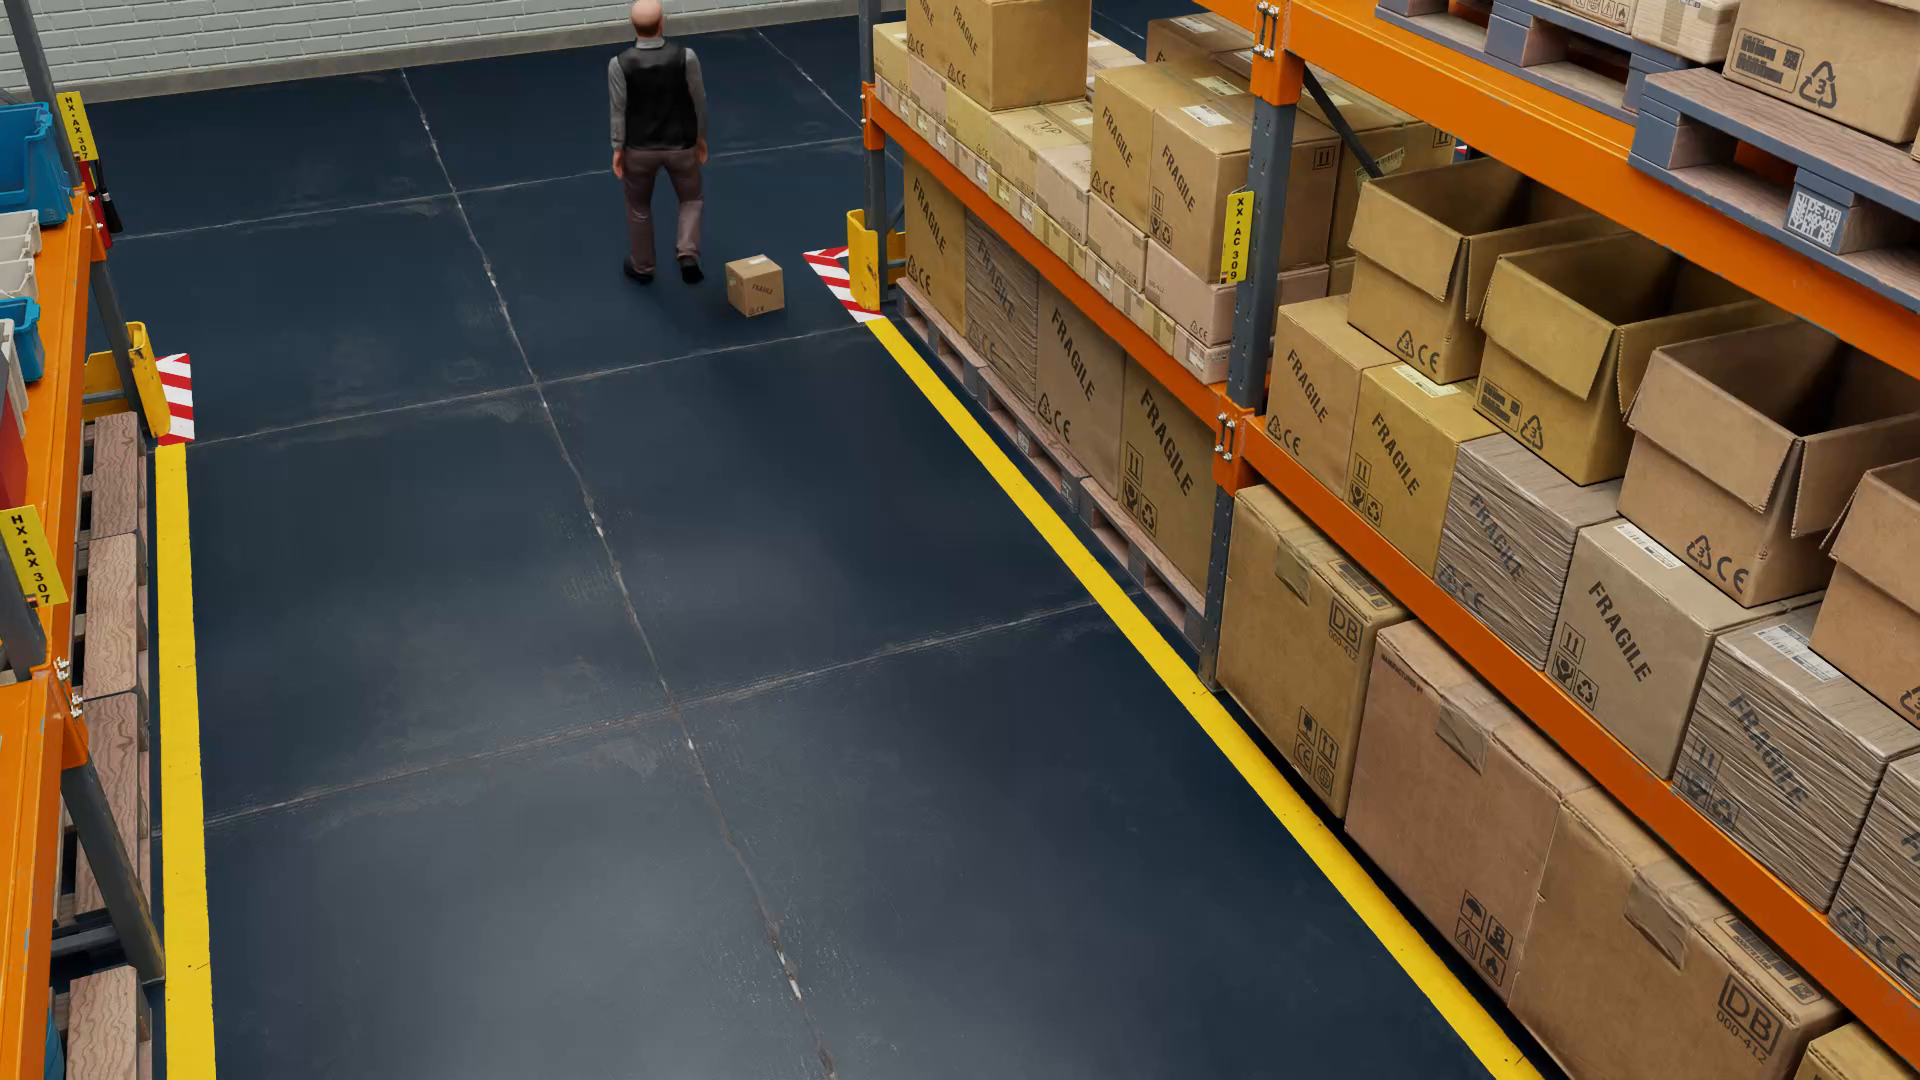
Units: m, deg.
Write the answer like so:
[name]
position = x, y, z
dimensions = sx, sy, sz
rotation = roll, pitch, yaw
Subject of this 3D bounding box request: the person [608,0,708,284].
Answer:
[person]
position = -1.724, -2.265, 9.595
dimensions = 0.569, 1.705, 0.711
rotation = -10, 35, -15
